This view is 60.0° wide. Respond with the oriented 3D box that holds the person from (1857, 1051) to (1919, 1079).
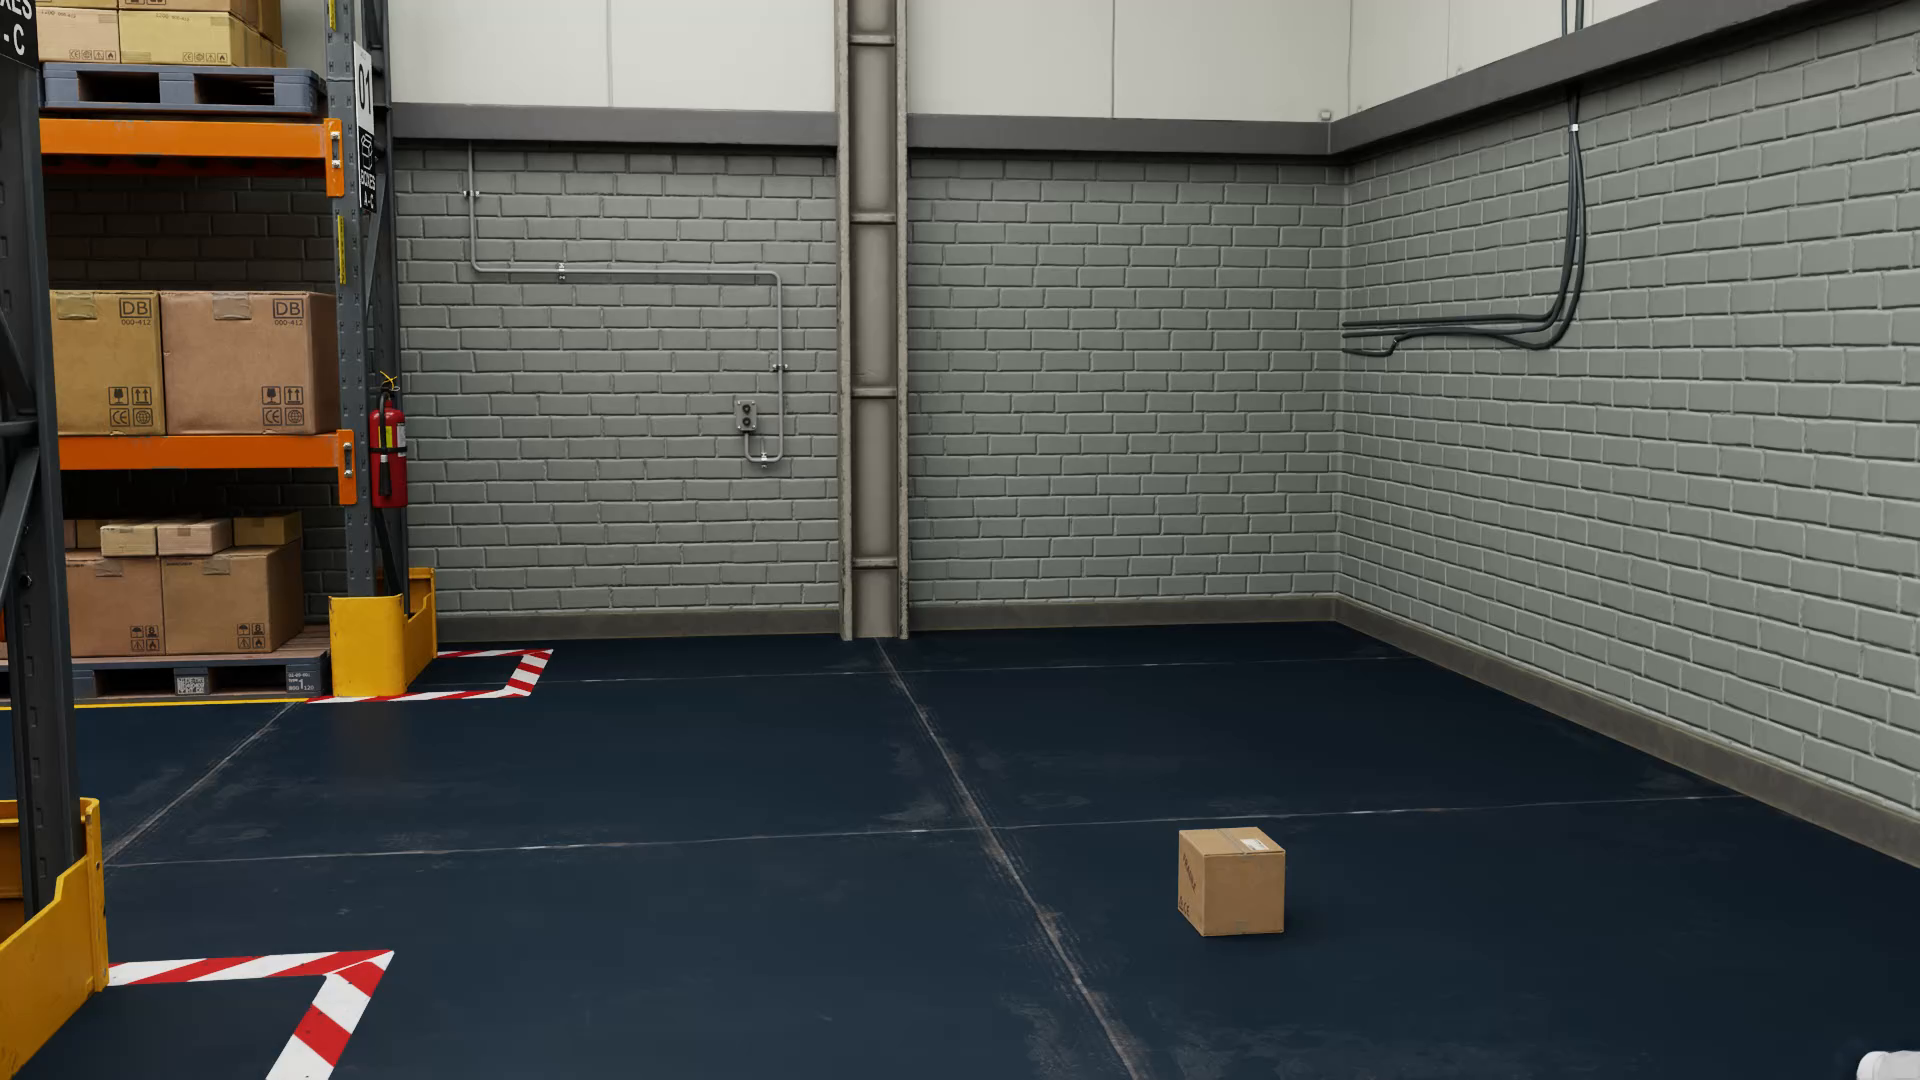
[{"bbox_3d":[1.933,0.483,2.784,0.564,1.759,0.745,-2,7,-19],"label":"person"}]
